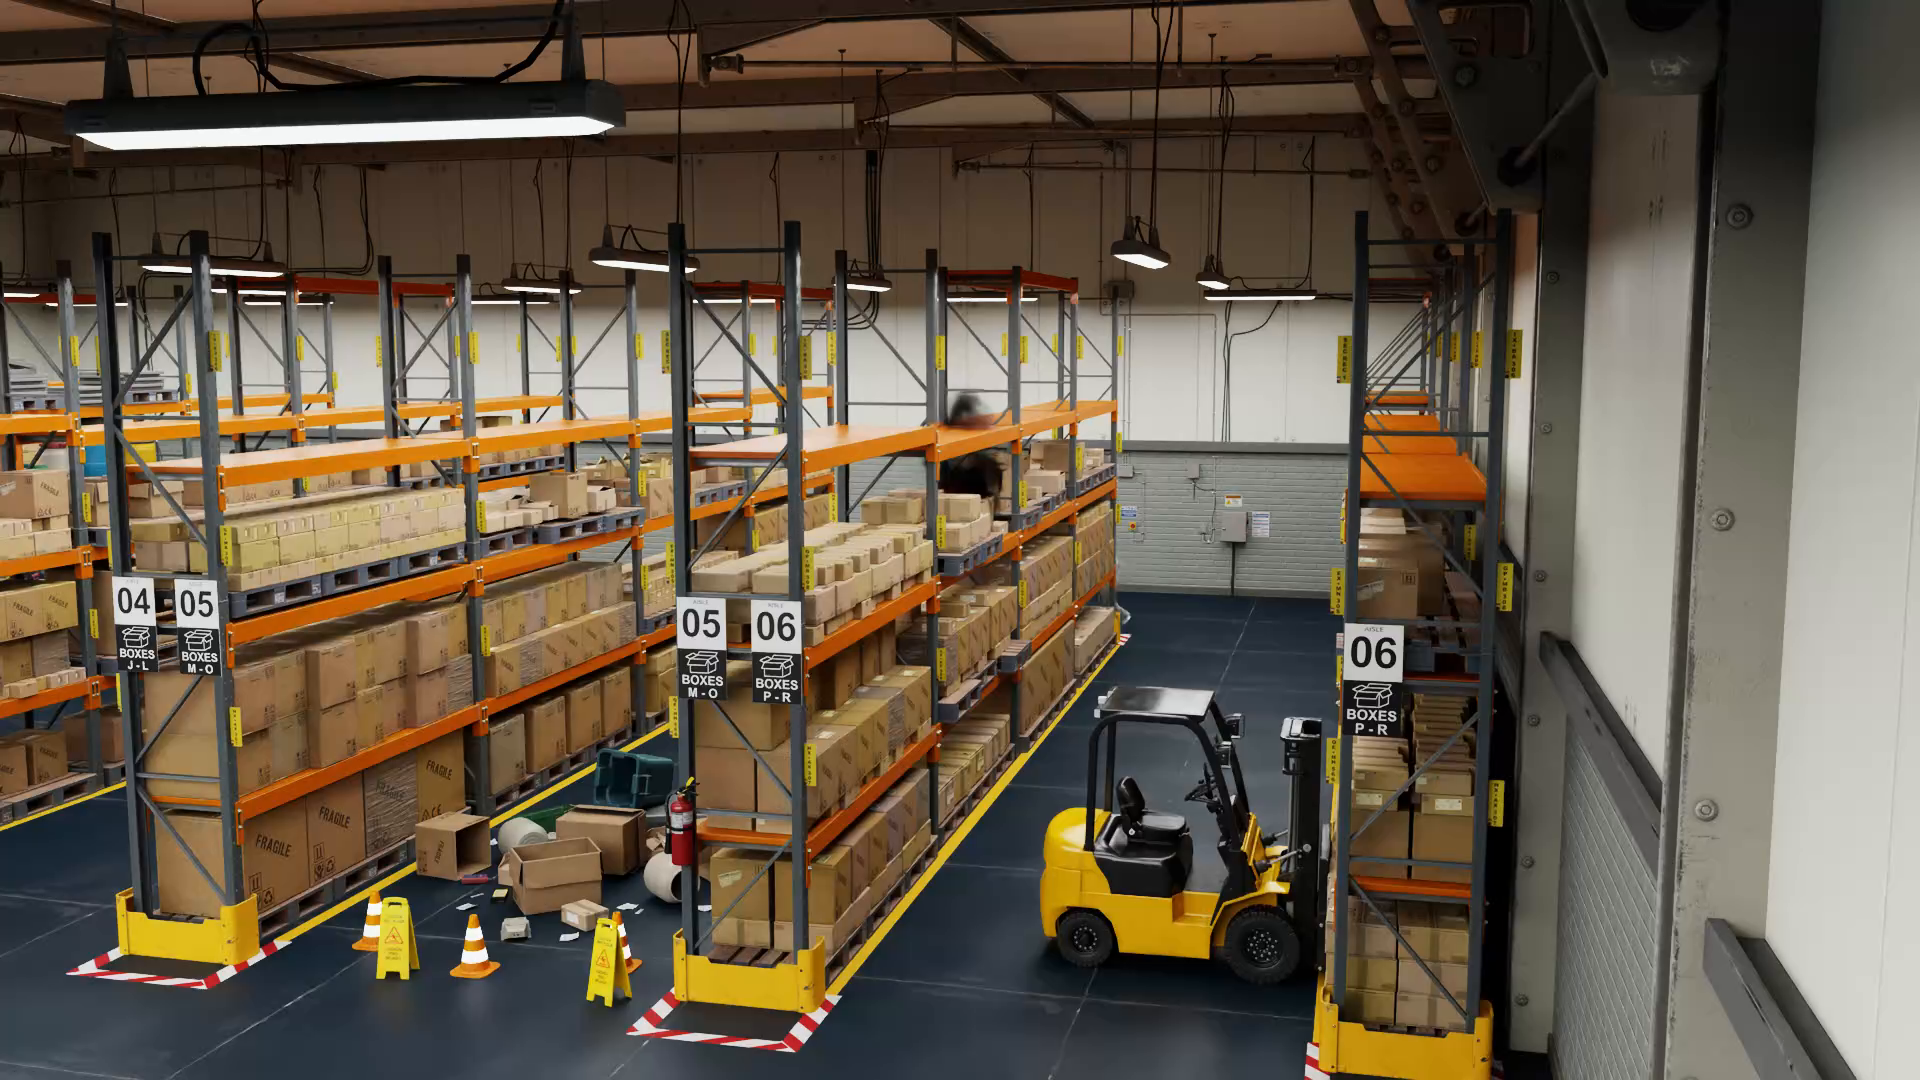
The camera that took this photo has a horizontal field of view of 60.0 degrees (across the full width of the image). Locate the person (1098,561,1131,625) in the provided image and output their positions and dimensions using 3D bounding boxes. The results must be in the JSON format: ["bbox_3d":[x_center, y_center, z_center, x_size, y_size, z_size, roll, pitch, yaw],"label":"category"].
[{"bbox_3d":[2.622,0.833,29.451,0.733,1.556,0.610,4,8,30],"label":"person"}]
